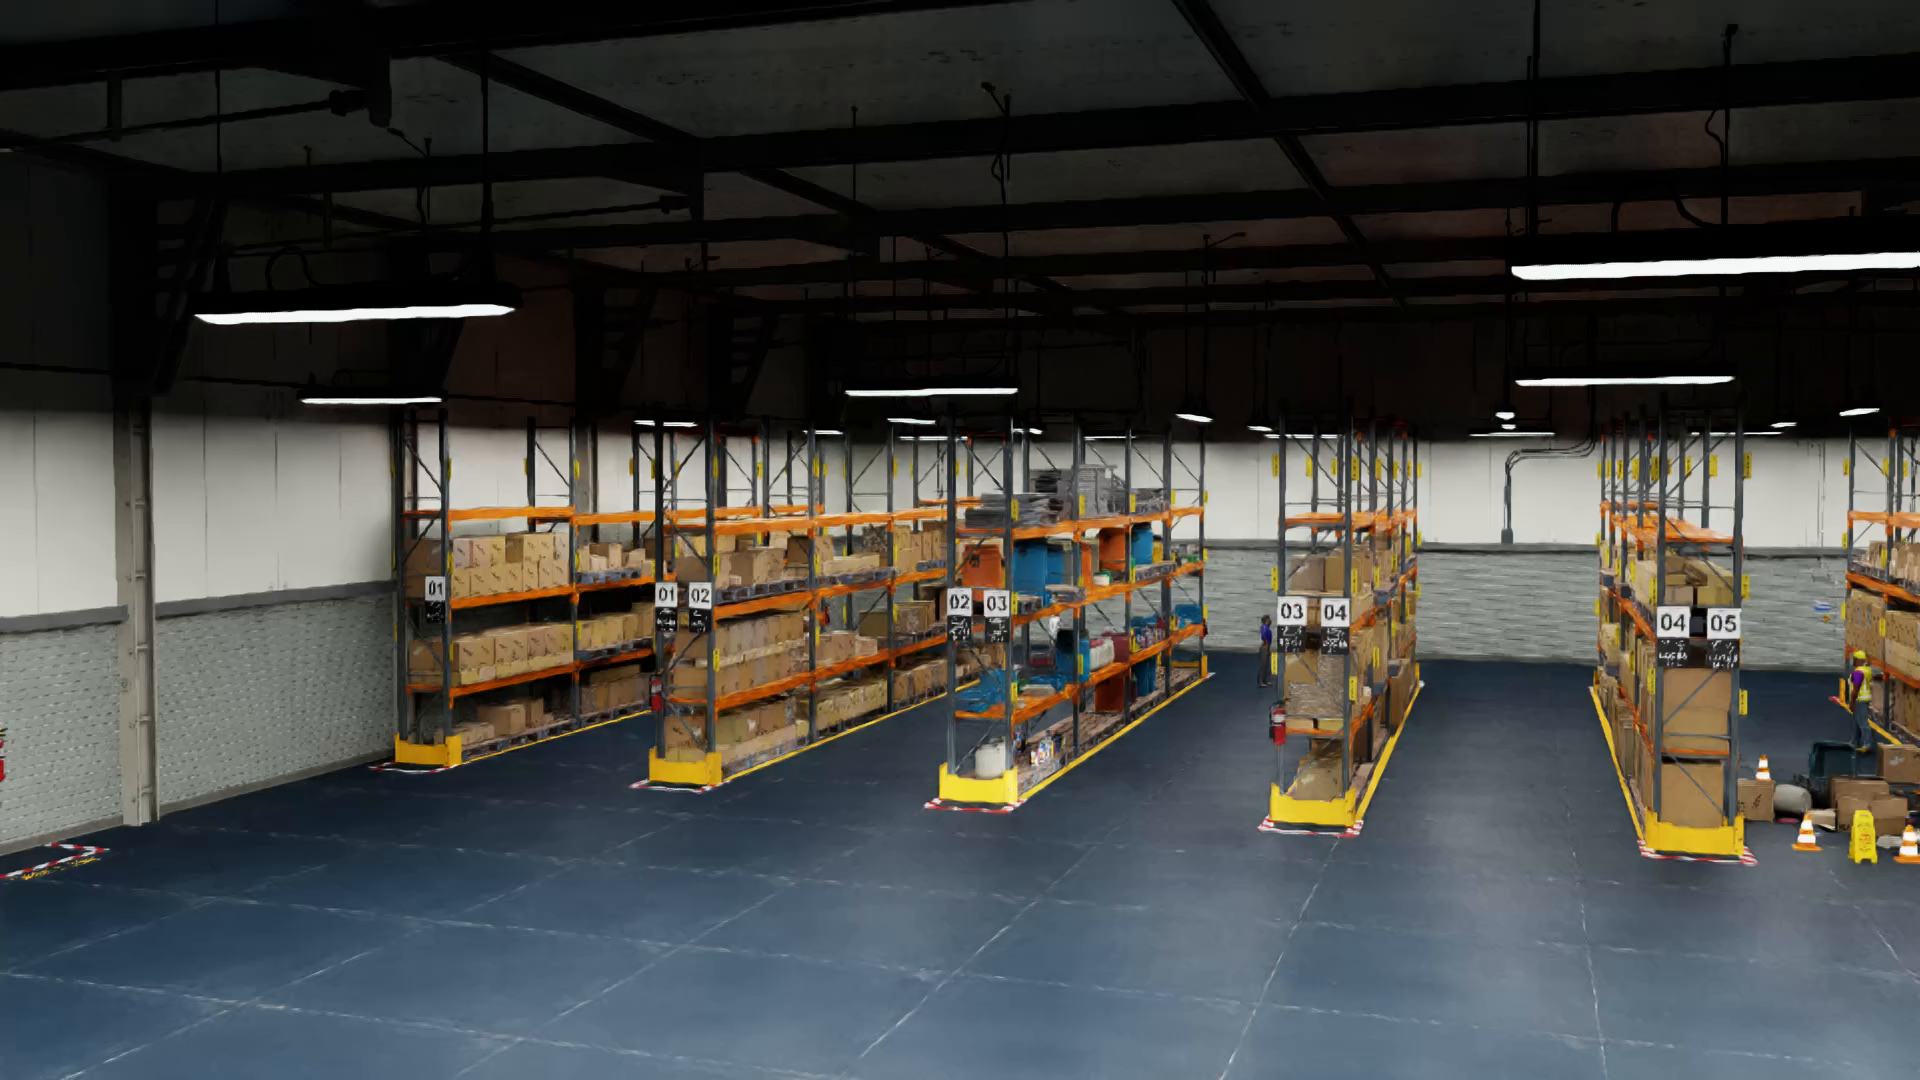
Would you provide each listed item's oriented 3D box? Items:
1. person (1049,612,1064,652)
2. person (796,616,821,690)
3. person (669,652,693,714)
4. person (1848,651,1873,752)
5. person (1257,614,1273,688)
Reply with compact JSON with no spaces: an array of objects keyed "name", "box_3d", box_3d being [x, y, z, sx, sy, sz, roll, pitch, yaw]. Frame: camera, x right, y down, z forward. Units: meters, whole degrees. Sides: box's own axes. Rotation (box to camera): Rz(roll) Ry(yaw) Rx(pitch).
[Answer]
[{"name":"person","box_3d":[2.305,2.435,40.476,0.487,1.667,0.658,1,3,18]},{"name":"person","box_3d":[-3.385,2.549,37.013,0.577,1.733,1.042,1,3,18]},{"name":"person","box_3d":[-5.607,2.778,33.773,0.552,1.527,0.782,0,2,2]},{"name":"person","box_3d":[15.921,2.839,29.505,0.591,1.763,0.685,2,3,39]},{"name":"person","box_3d":[7.003,2.523,38.099,0.371,1.665,0.606,0,2,9]}]
